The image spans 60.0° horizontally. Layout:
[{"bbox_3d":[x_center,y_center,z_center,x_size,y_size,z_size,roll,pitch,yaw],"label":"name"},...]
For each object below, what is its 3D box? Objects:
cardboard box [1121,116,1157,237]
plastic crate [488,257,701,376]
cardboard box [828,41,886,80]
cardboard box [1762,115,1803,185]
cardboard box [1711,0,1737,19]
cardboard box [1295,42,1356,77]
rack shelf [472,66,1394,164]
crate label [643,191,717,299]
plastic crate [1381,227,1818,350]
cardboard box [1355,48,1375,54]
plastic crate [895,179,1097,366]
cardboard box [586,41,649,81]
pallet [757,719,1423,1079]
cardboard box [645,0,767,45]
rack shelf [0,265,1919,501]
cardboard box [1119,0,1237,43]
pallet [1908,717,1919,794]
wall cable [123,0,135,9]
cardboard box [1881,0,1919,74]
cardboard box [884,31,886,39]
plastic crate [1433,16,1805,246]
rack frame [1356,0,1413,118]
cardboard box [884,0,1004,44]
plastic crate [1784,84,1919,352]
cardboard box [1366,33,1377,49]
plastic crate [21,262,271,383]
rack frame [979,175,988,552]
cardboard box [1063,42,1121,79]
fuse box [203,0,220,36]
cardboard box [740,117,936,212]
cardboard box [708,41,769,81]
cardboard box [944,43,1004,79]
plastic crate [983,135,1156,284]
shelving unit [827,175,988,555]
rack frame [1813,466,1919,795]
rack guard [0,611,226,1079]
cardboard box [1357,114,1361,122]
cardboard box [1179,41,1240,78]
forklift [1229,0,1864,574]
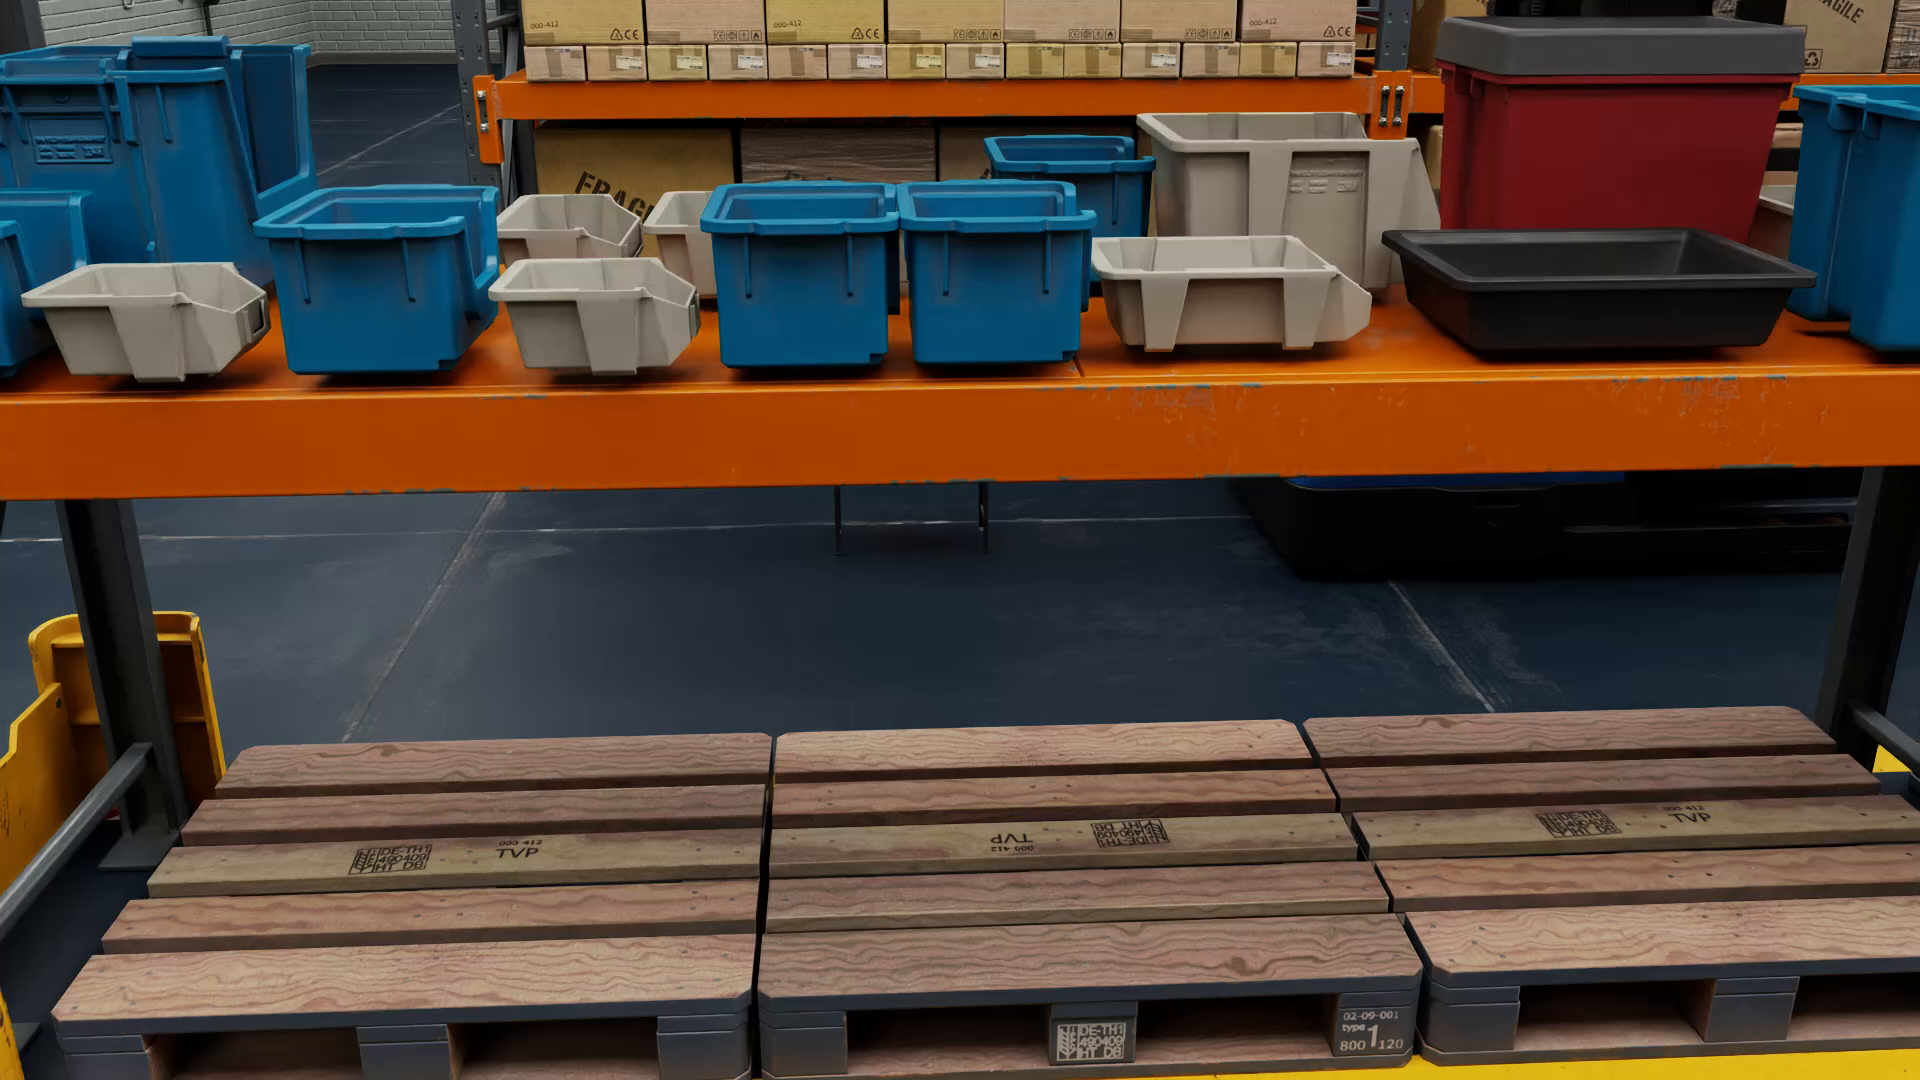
[{"bbox_3d":[1.218,-1.626,8.072,0.875,0.875,0.875,-1,21,-3],"label":"cardboard box"},{"bbox_3d":[-0.562,-0.351,2.613,0.298,0.136,0.250,-1,21,-3],"label":"plastic crate"},{"bbox_3d":[-0.456,-2.126,7.343,0.250,0.149,0.380,-1,21,-4],"label":"cardboard box"},{"bbox_3d":[3.411,-1.650,8.134,0.875,0.875,1.225,-2,21,-5],"label":"cardboard box"},{"bbox_3d":[3.356,-2.396,7.557,0.500,0.500,0.500,-2,21,-4],"label":"cardboard box"},{"bbox_3d":[1.595,-2.168,7.452,0.250,0.149,0.380,-1,21,-3],"label":"cardboard box"},{"bbox_3d":[-0.116,-2.031,7.751,4.000,0.370,1.077,-1,21,-3],"label":"rack shelf"},{"bbox_3d":[-0.459,-0.568,3.183,0.243,0.136,0.396,-1,21,-3],"label":"crate label"},{"bbox_3d":[1.062,-0.430,2.836,0.590,0.125,0.437,-1,21,-3],"label":"plastic crate"},{"bbox_3d":[2.942,-3.661,12.890,0.500,0.250,0.500,0,21,0],"label":"cardboard box"},{"bbox_3d":[0.050,-0.438,2.706,0.300,0.233,0.416,-1,21,-3],"label":"plastic crate"},{"bbox_3d":[-1.483,-2.105,7.287,0.250,0.149,0.380,-1,21,-4],"label":"cardboard box"},{"bbox_3d":[0.211,0.709,3.461,1.213,0.211,1.003,-1,21,-3],"label":"pallet"},{"bbox_3d":[-1.099,-2.322,7.297,0.500,0.250,0.500,-1,21,-4],"label":"cardboard box"},{"bbox_3d":[0.167,-0.271,3.129,4.000,0.370,1.077,-1,21,-3],"label":"rack shelf"},{"bbox_3d":[0.939,-2.363,7.405,0.500,0.250,0.500,-1,21,-1],"label":"cardboard box"},{"bbox_3d":[2.937,0.654,3.607,1.213,0.211,1.003,-1,21,-3],"label":"pallet"},{"bbox_3d":[-8.306,-6.213,16.253,0.123,1.953,0.585,-1,21,-3],"label":"wall cable"},{"bbox_3d":[4.380,-2.418,7.616,0.500,0.500,0.500,-2,21,-5],"label":"cardboard box"},{"bbox_3d":[-0.249,-2.364,7.968,0.250,0.149,0.380,-1,21,-2],"label":"cardboard box"},{"bbox_3d":[1.258,-0.777,3.272,0.583,0.464,0.402,-1,21,-3],"label":"plastic crate"},{"bbox_3d":[1.881,-2.408,7.729,0.127,3.000,1.000,-1,21,-3],"label":"rack frame"},{"bbox_3d":[-0.077,-2.344,7.354,0.500,0.250,0.500,-2,21,-4],"label":"cardboard box"},{"bbox_3d":[1.717,-0.538,2.757,0.575,0.384,0.392,-1,21,-3],"label":"plastic crate"},{"bbox_3d":[4.615,-5.228,17.533,0.875,0.875,0.875,-1,21,-4],"label":"cardboard box"},{"bbox_3d":[-1.239,-0.337,2.577,0.298,0.136,0.250,-1,21,-3],"label":"plastic crate"},{"bbox_3d":[0.078,-0.562,5.412,0.015,1.200,0.240,-1,21,-3],"label":"rack frame"},{"bbox_3d":[0.568,-2.147,7.397,0.250,0.149,0.380,-1,21,-2],"label":"cardboard box"},{"bbox_3d":[-8.281,-5.871,18.637,0.414,1.711,0.539,-1,21,-3],"label":"fuse box"},{"bbox_3d":[-0.569,-1.590,7.977,0.875,0.875,0.875,-1,21,-3],"label":"cardboard box"},{"bbox_3d":[-0.967,-2.116,7.316,0.250,0.149,0.380,-1,21,-4],"label":"cardboard box"},{"bbox_3d":[0.058,-2.137,7.371,0.250,0.149,0.380,-1,21,-2],"label":"cardboard box"},{"bbox_3d":[0.206,-0.650,3.263,0.300,0.233,0.416,-1,21,-3],"label":"plastic crate"},{"bbox_3d":[-0.165,-0.557,5.399,0.503,1.200,0.258,-1,21,-3],"label":"shelving unit"},{"bbox_3d":[2.164,-0.648,3.108,0.127,3.000,1.000,-1,21,-3],"label":"rack frame"},{"bbox_3d":[-1.853,0.606,3.326,0.348,0.500,1.175,-1,21,-3],"label":"rack guard"},{"bbox_3d":[2.980,-3.132,12.554,0.500,0.500,0.500,0,21,-1],"label":"cardboard box"},{"bbox_3d":[1.082,-2.157,7.425,0.250,0.149,0.380,-2,21,-4],"label":"cardboard box"},{"bbox_3d":[2.502,-1.457,5.329,3.031,2.935,1.130,-2,21,-4],"label":"forklift"}]
